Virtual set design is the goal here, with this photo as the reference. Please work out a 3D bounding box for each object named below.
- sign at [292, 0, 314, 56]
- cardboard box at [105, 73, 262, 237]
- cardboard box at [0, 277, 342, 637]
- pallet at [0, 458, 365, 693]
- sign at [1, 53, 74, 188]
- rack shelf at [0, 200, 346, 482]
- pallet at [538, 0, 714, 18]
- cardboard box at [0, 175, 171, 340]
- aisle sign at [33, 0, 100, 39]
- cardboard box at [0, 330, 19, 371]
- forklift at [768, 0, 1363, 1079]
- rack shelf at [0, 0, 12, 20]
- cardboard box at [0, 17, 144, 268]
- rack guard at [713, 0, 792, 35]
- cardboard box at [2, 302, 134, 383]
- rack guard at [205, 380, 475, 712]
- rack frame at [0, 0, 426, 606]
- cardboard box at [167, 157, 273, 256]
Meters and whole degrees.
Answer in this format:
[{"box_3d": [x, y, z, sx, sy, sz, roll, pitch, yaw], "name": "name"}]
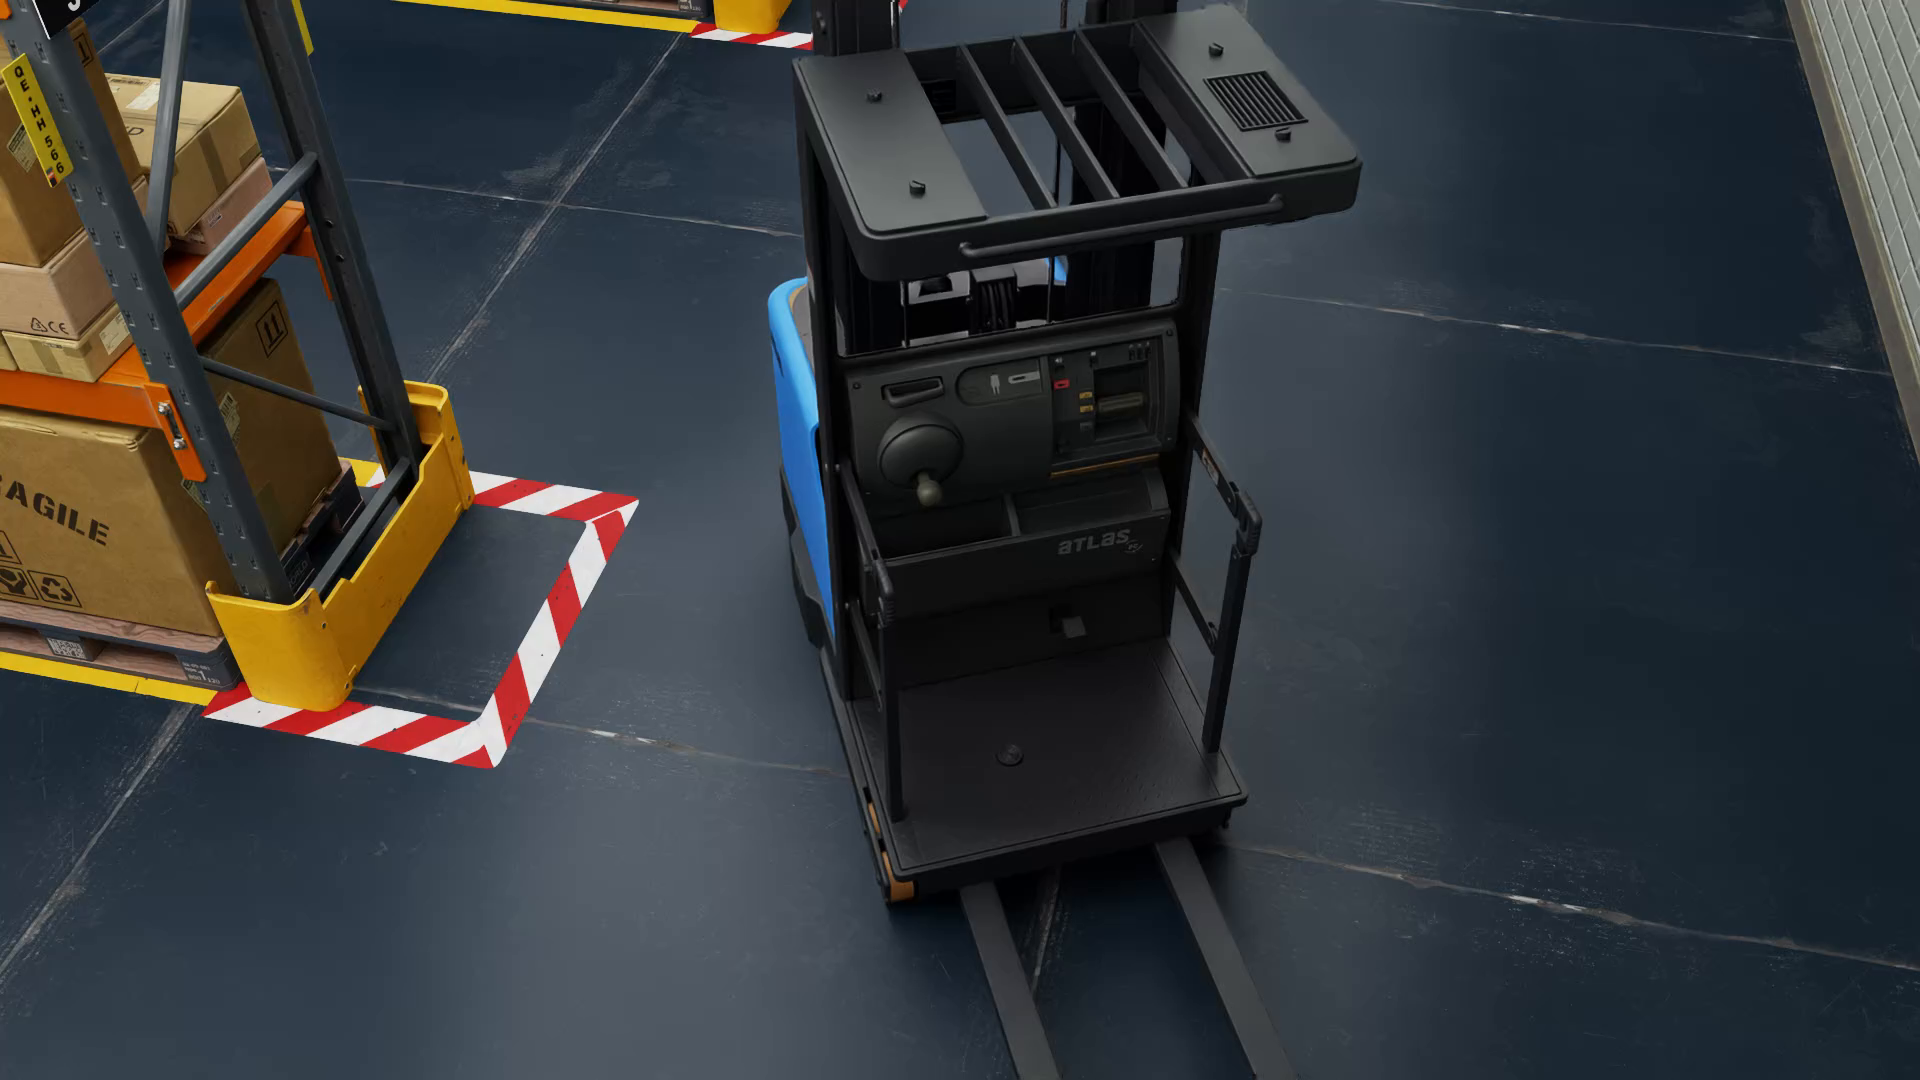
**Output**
[{"box_3d": [-2.051, -1.628, 5.097, 0.005, 0.325, 0.100, 9, 45, 9], "name": "sign"}, {"box_3d": [-2.588, -1.222, 5.250, 0.500, 0.250, 0.500, 8, 44, 8], "name": "cardboard box"}, {"box_3d": [-2.820, -0.342, 5.671, 0.875, 0.875, 0.875, 9, 45, 9], "name": "cardboard box"}, {"box_3d": [-2.976, 0.023, 6.074, 1.213, 0.211, 1.003, 9, 45, 9], "name": "pallet"}, {"box_3d": [-2.310, -1.051, 4.173, 0.005, 0.325, 0.100, 9, 45, 9], "name": "sign"}, {"box_3d": [-4.130, -0.957, 5.600, 4.000, 0.370, 1.077, 9, 45, 9], "name": "rack shelf"}, {"box_3d": [-1.893, -3.412, 9.642, 1.213, 0.211, 1.003, 9, 45, 9], "name": "pallet"}, {"box_3d": [-2.709, -0.860, 4.874, 0.500, 0.250, 0.500, 8, 45, 8], "name": "cardboard box"}, {"box_3d": [-2.174, -1.636, 3.912, 0.004, 0.787, 0.394, 9, 45, 9], "name": "aisle sign"}, {"box_3d": [-2.852, -0.692, 4.987, 0.250, 0.149, 0.380, 9, 45, 9], "name": "cardboard box"}, {"box_3d": [0.216, -0.255, 4.402, 1.130, 2.935, 3.031, -11, 45, -11], "name": "forklift"}, {"box_3d": [-4.130, -2.038, 4.560, 4.000, 0.370, 1.077, 9, 45, 9], "name": "rack shelf"}, {"box_3d": [-2.711, -1.132, 4.616, 0.500, 0.500, 0.500, 9, 45, 10], "name": "cardboard box"}, {"box_3d": [-1.070, -3.370, 9.390, 0.348, 0.500, 1.175, 9, 45, 9], "name": "rack guard"}, {"box_3d": [-2.598, -0.654, 4.947, 0.250, 0.149, 0.380, 10, 45, 10], "name": "cardboard box"}, {"box_3d": [-2.155, -0.009, 5.899, 0.348, 0.500, 1.175, 9, 45, 9], "name": "rack guard"}, {"box_3d": [-2.178, -0.913, 5.036, 0.127, 3.000, 1.000, 9, 45, 9], "name": "rack frame"}, {"box_3d": [-2.453, -1.100, 5.411, 0.250, 0.149, 0.380, 9, 45, 10], "name": "cardboard box"}]
